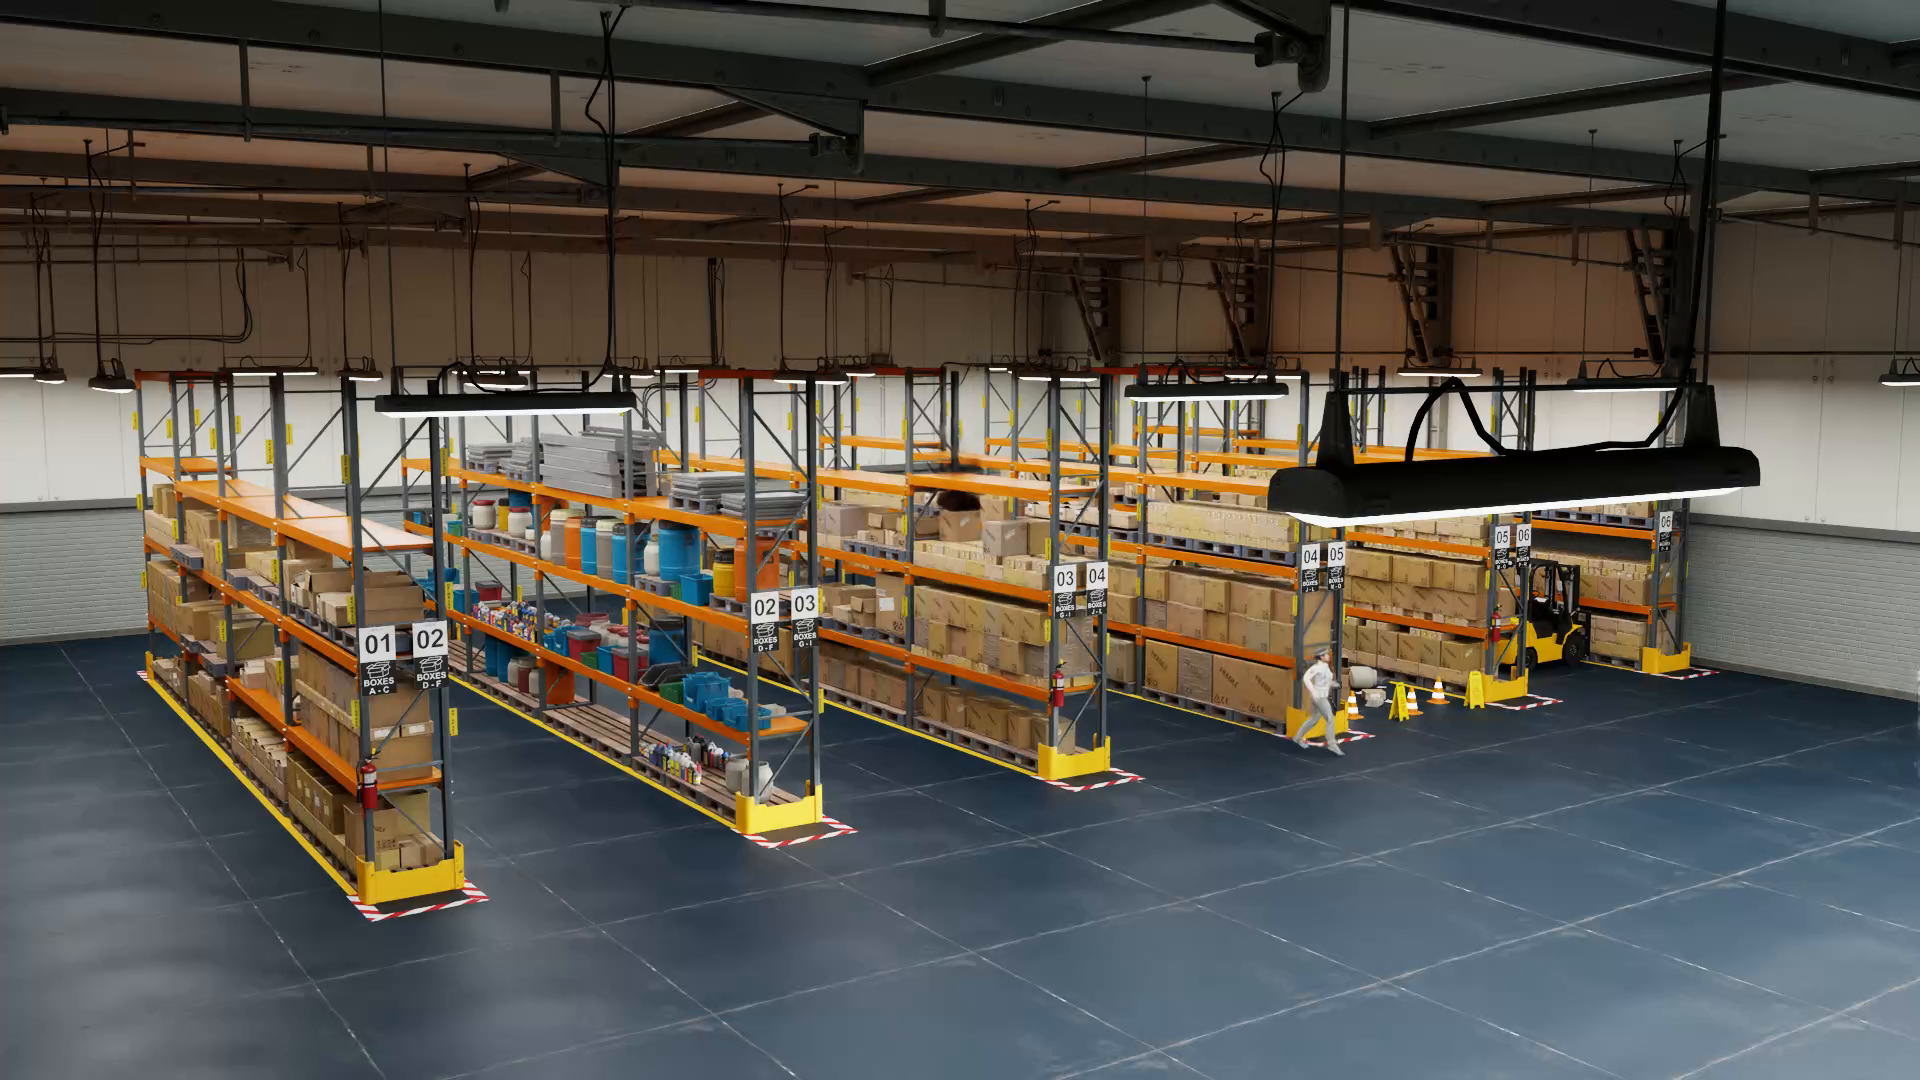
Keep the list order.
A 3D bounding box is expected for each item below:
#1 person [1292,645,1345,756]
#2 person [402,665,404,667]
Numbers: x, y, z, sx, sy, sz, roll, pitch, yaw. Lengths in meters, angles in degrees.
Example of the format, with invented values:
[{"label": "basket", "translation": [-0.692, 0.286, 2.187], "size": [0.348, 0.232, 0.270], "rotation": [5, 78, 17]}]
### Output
[{"label": "person", "translation": [5.696, 2.515, 26.319], "size": [0.843, 1.719, 0.624], "rotation": [2, 7, 17]}, {"label": "person", "translation": [-9.801, 2.301, 28.822], "size": [0.730, 1.552, 0.500], "rotation": [6, 9, 42]}]
